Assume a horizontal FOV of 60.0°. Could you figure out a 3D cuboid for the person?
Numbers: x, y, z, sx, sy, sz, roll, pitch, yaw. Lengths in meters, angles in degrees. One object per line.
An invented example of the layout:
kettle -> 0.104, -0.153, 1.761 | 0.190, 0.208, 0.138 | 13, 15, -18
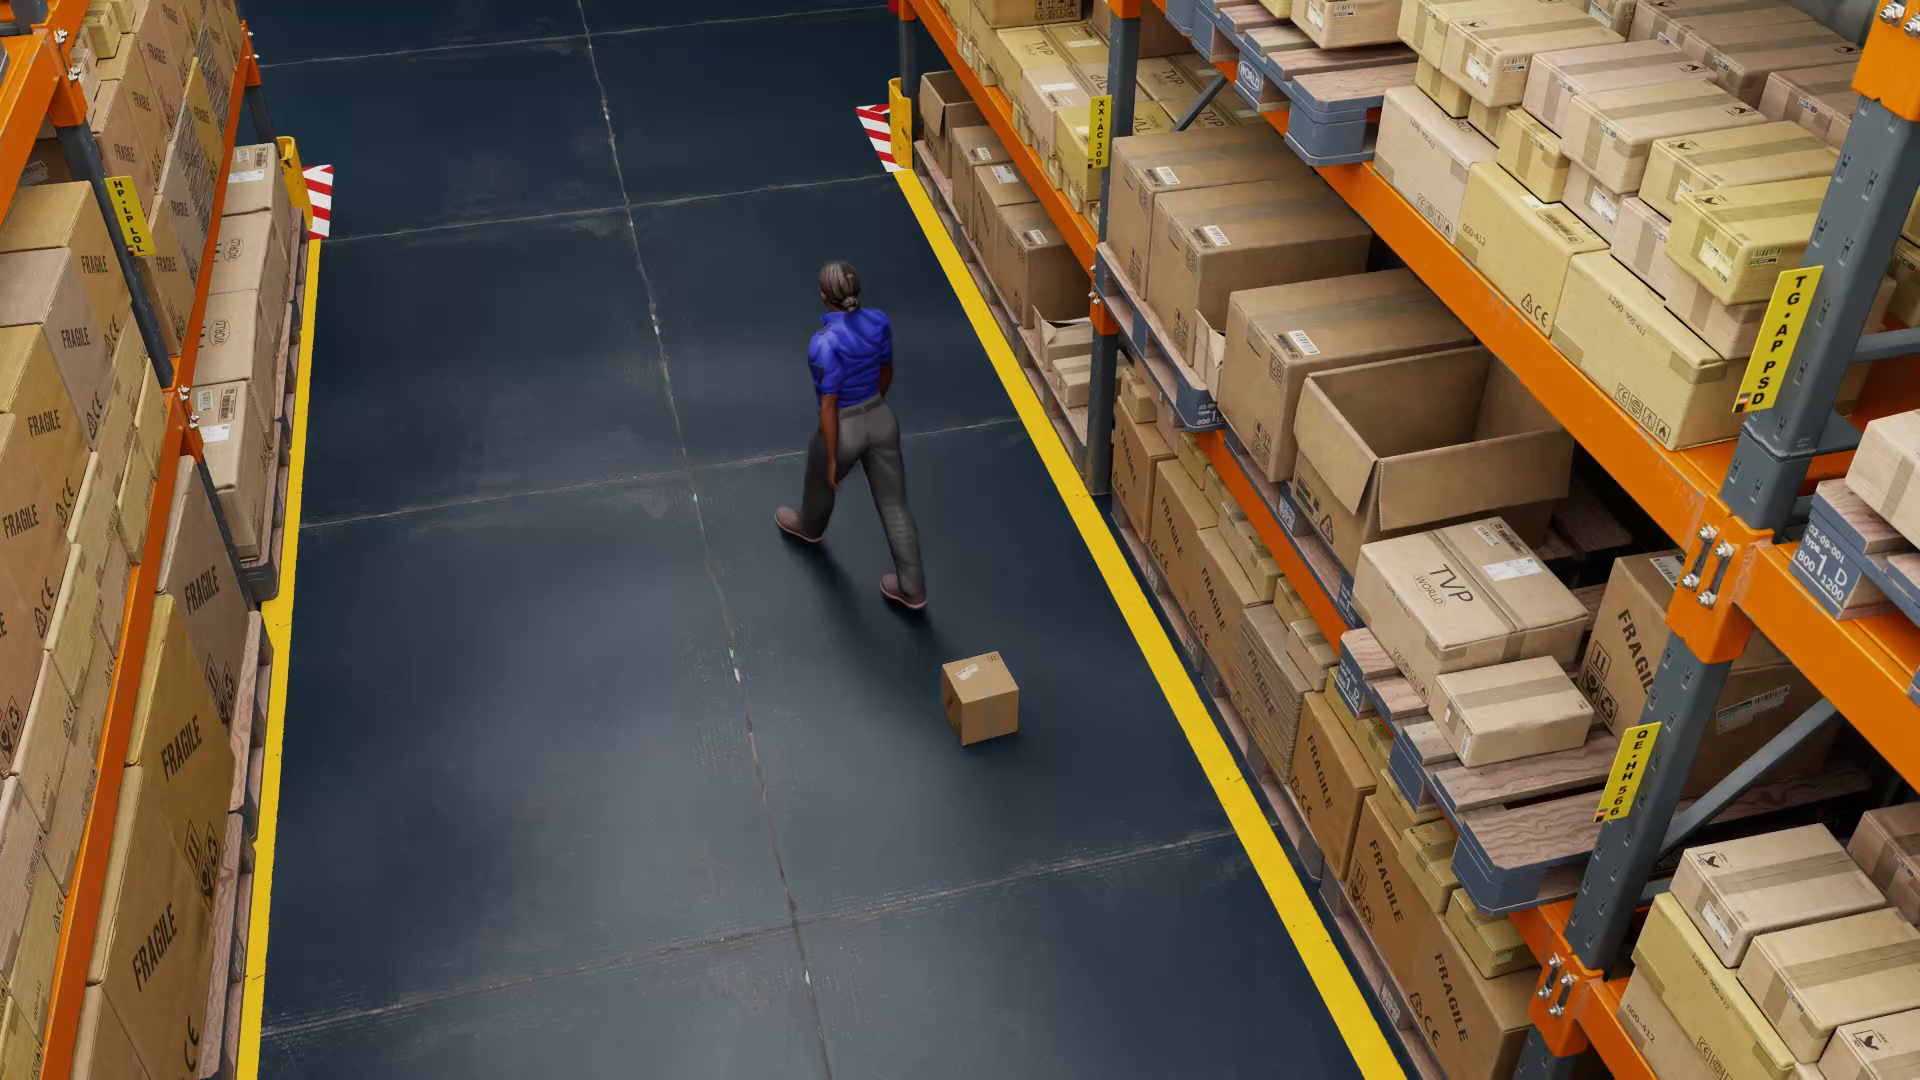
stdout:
person -> -0.482, -0.525, 7.373 | 0.477, 1.580, 1.007 | -24, 44, -27
